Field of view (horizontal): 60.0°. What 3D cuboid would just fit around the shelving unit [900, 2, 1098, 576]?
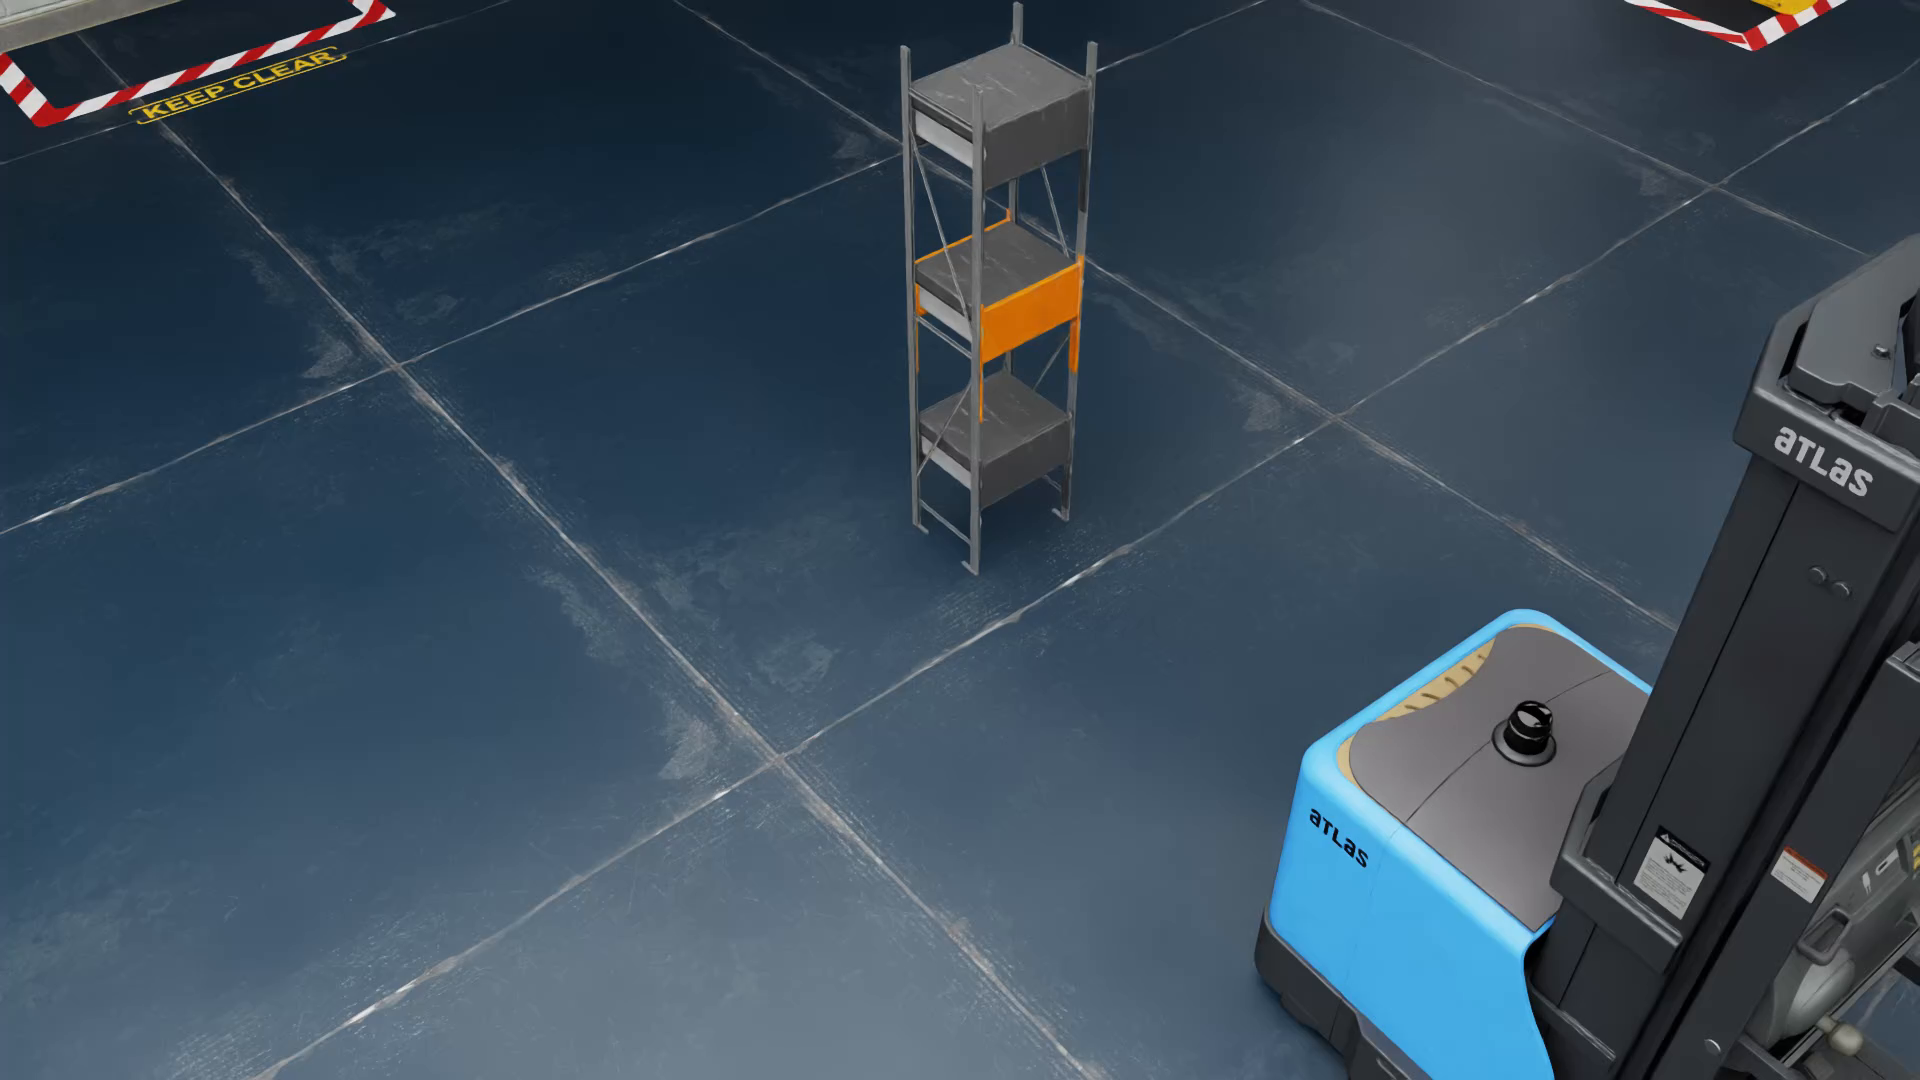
[{"bbox_3d":[0.127,-0.838,6.109,0.503,2.100,0.431,-30,51,-28],"label":"shelving unit"}]

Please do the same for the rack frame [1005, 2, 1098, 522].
[{"bbox_3d":[0.314,-0.945,6.223,0.015,2.100,0.400,-30,51,-28],"label":"rack frame"}]

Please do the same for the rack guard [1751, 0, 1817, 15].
[{"bbox_3d":[4.832,-3.758,10.387,0.348,0.500,1.175,-30,51,-28],"label":"rack guard"}]

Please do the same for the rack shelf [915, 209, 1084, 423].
[{"bbox_3d":[0.127,-0.828,6.118,0.480,0.518,0.431,-30,51,-28],"label":"rack shelf"}]

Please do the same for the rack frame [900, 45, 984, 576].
[{"bbox_3d":[-0.060,-0.731,5.994,0.015,2.100,0.400,-30,51,-28],"label":"rack frame"}]

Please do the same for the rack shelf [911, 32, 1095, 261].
[{"bbox_3d":[0.127,-1.338,5.639,0.480,0.518,0.431,-30,51,-28],"label":"rack shelf"}]

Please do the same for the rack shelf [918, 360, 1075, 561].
[{"bbox_3d":[0.127,-0.318,6.597,0.480,0.518,0.431,-30,51,-28],"label":"rack shelf"}]

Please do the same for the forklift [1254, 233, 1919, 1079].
[{"bbox_3d":[2.226,0.895,3.656,1.130,2.935,3.031,-28,50,-27],"label":"forklift"}]
